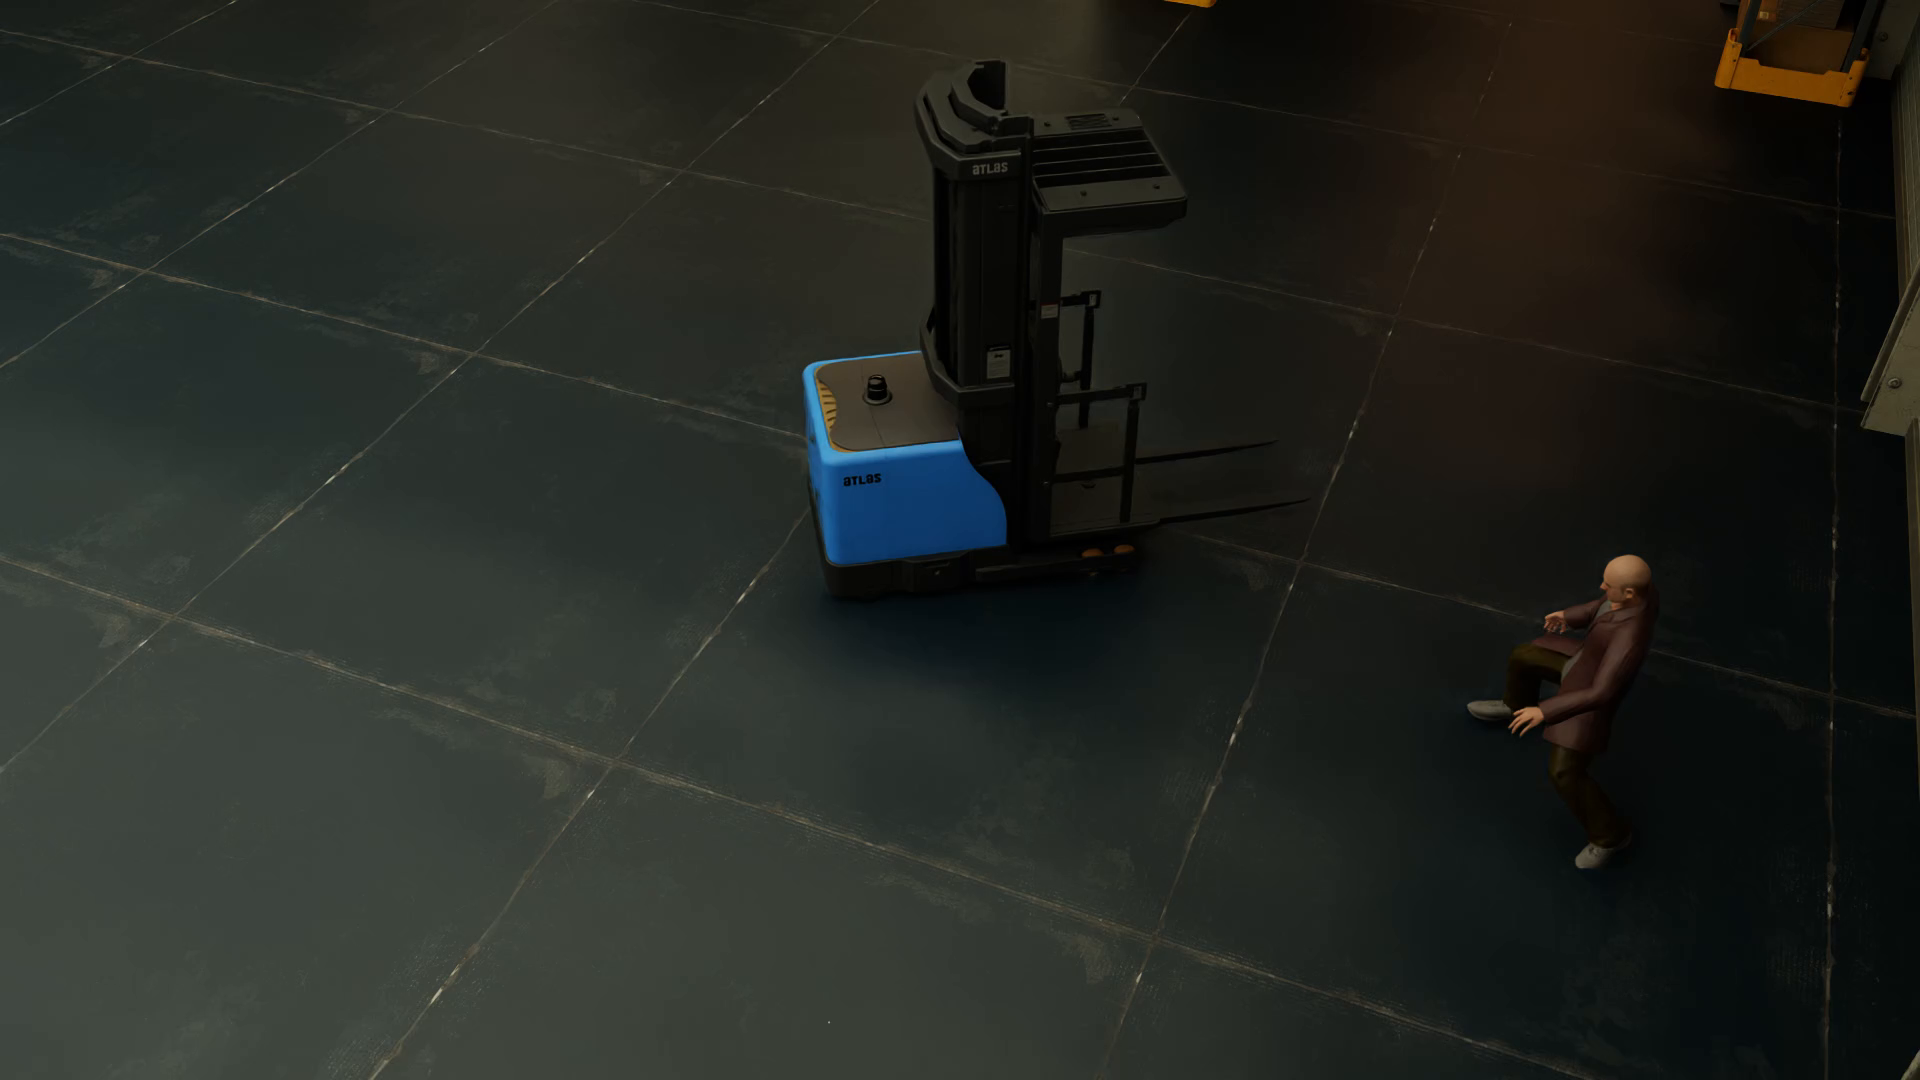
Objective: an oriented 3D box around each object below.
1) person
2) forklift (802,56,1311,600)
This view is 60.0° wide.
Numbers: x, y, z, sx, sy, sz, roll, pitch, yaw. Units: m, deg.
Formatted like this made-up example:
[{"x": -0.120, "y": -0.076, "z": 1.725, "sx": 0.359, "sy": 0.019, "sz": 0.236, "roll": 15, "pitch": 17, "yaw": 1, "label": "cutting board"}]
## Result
[{"x": 3.054, "y": 0.711, "z": 8.232, "sx": 0.920, "sy": 1.636, "sz": 1.022, "roll": 14, "pitch": 42, "yaw": 17, "label": "person"}, {"x": 0.619, "y": -1.236, "z": 9.483, "sx": 3.031, "sy": 2.935, "sz": 1.130, "roll": -7, "pitch": 40, "yaw": -9, "label": "forklift"}]
